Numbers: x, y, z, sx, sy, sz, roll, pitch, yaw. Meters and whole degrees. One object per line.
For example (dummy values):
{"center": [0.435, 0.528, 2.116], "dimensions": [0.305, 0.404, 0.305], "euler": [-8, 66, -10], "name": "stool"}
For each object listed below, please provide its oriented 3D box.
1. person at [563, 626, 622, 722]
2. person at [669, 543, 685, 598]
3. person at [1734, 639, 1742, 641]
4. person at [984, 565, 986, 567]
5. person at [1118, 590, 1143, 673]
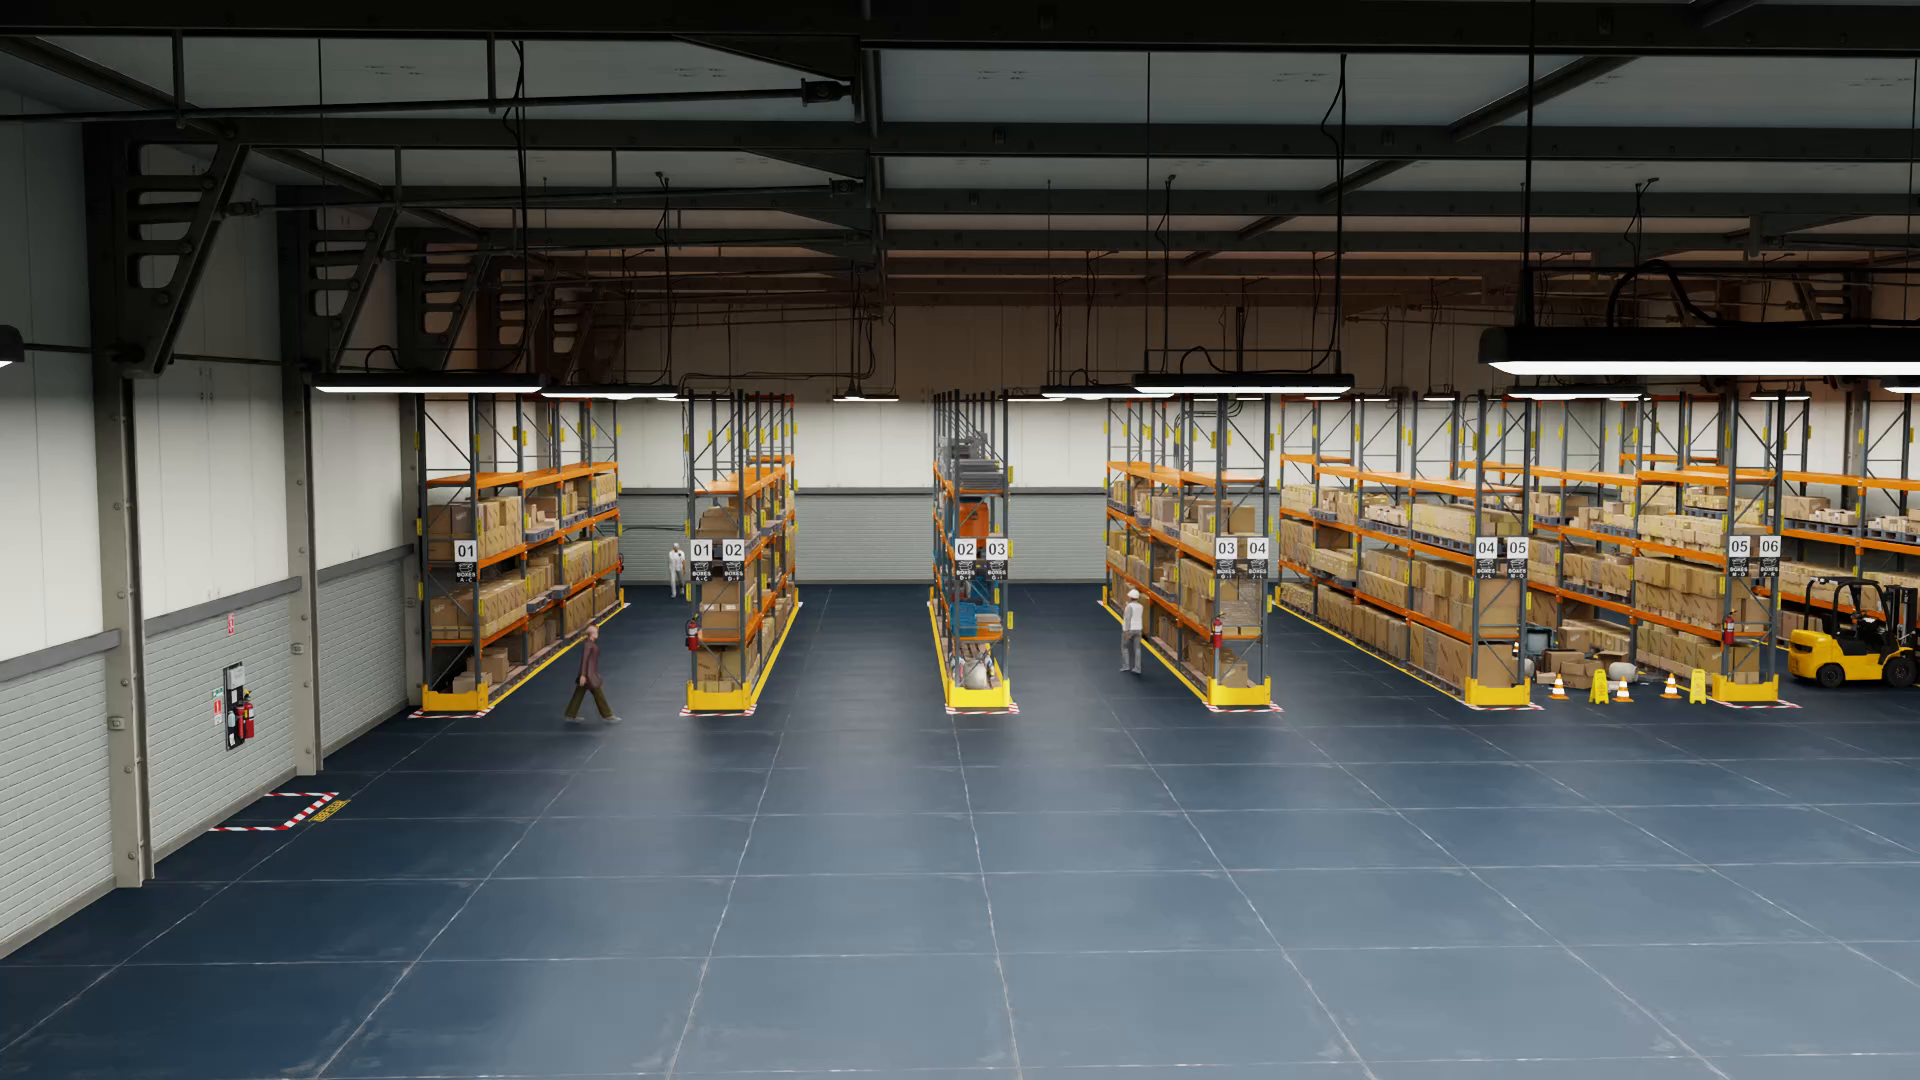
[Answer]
{"center": [-6.599, 2.402, 29.823], "dimensions": [1.033, 1.722, 0.627], "euler": [-1, 5, -14], "name": "person"}
{"center": [-8.396, 0.874, 49.384], "dimensions": [0.486, 1.617, 0.857], "euler": [0, 5, -5], "name": "person"}
{"center": [16.948, 1.915, 36.281], "dimensions": [0.602, 1.713, 0.772], "euler": [-1, 5, -14], "name": "person"}
{"center": [0.740, 1.194, 45.395], "dimensions": [0.519, 1.650, 0.445], "euler": [4, 6, 41], "name": "person"}
{"center": [3.721, 1.969, 35.497], "dimensions": [0.525, 1.815, 0.618], "euler": [-2, 5, -20], "name": "person"}
